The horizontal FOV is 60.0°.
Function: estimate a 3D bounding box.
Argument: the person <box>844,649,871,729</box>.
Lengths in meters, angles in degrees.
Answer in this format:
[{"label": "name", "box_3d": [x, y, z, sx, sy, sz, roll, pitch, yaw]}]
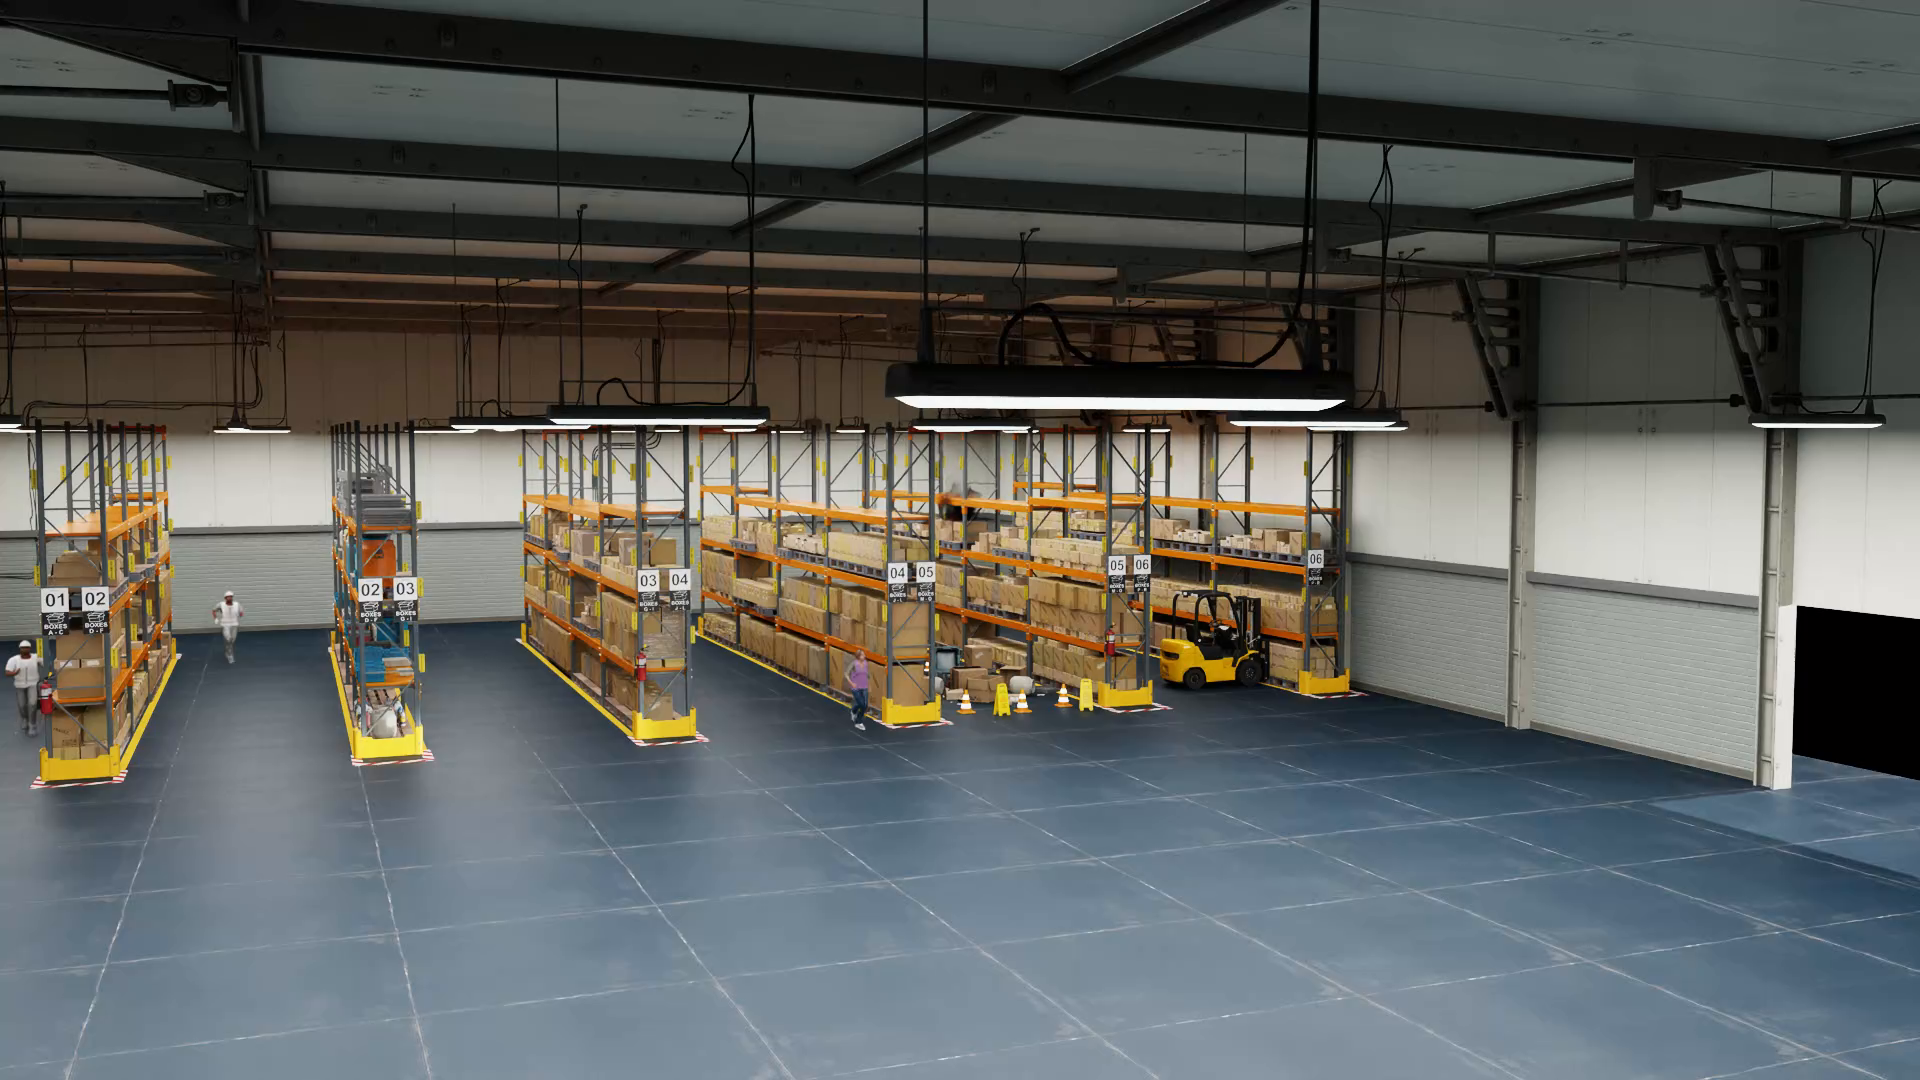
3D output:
[{"label": "person", "box_3d": [-1.968, 2.921, 32.561, 0.570, 1.569, 0.493, -2, 4, -32]}]

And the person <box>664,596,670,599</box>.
[{"label": "person", "box_3d": [-8.326, 1.930, 46.702, 0.678, 1.754, 0.951, 0, 4, -6]}]

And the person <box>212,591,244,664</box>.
[{"label": "person", "box_3d": [-18.526, 2.203, 42.169, 0.683, 1.821, 0.856, -3, 5, -42]}]

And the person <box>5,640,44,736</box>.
[{"label": "person", "box_3d": [-17.936, 2.816, 31.954, 0.690, 1.779, 0.939, -2, 4, -25]}]
